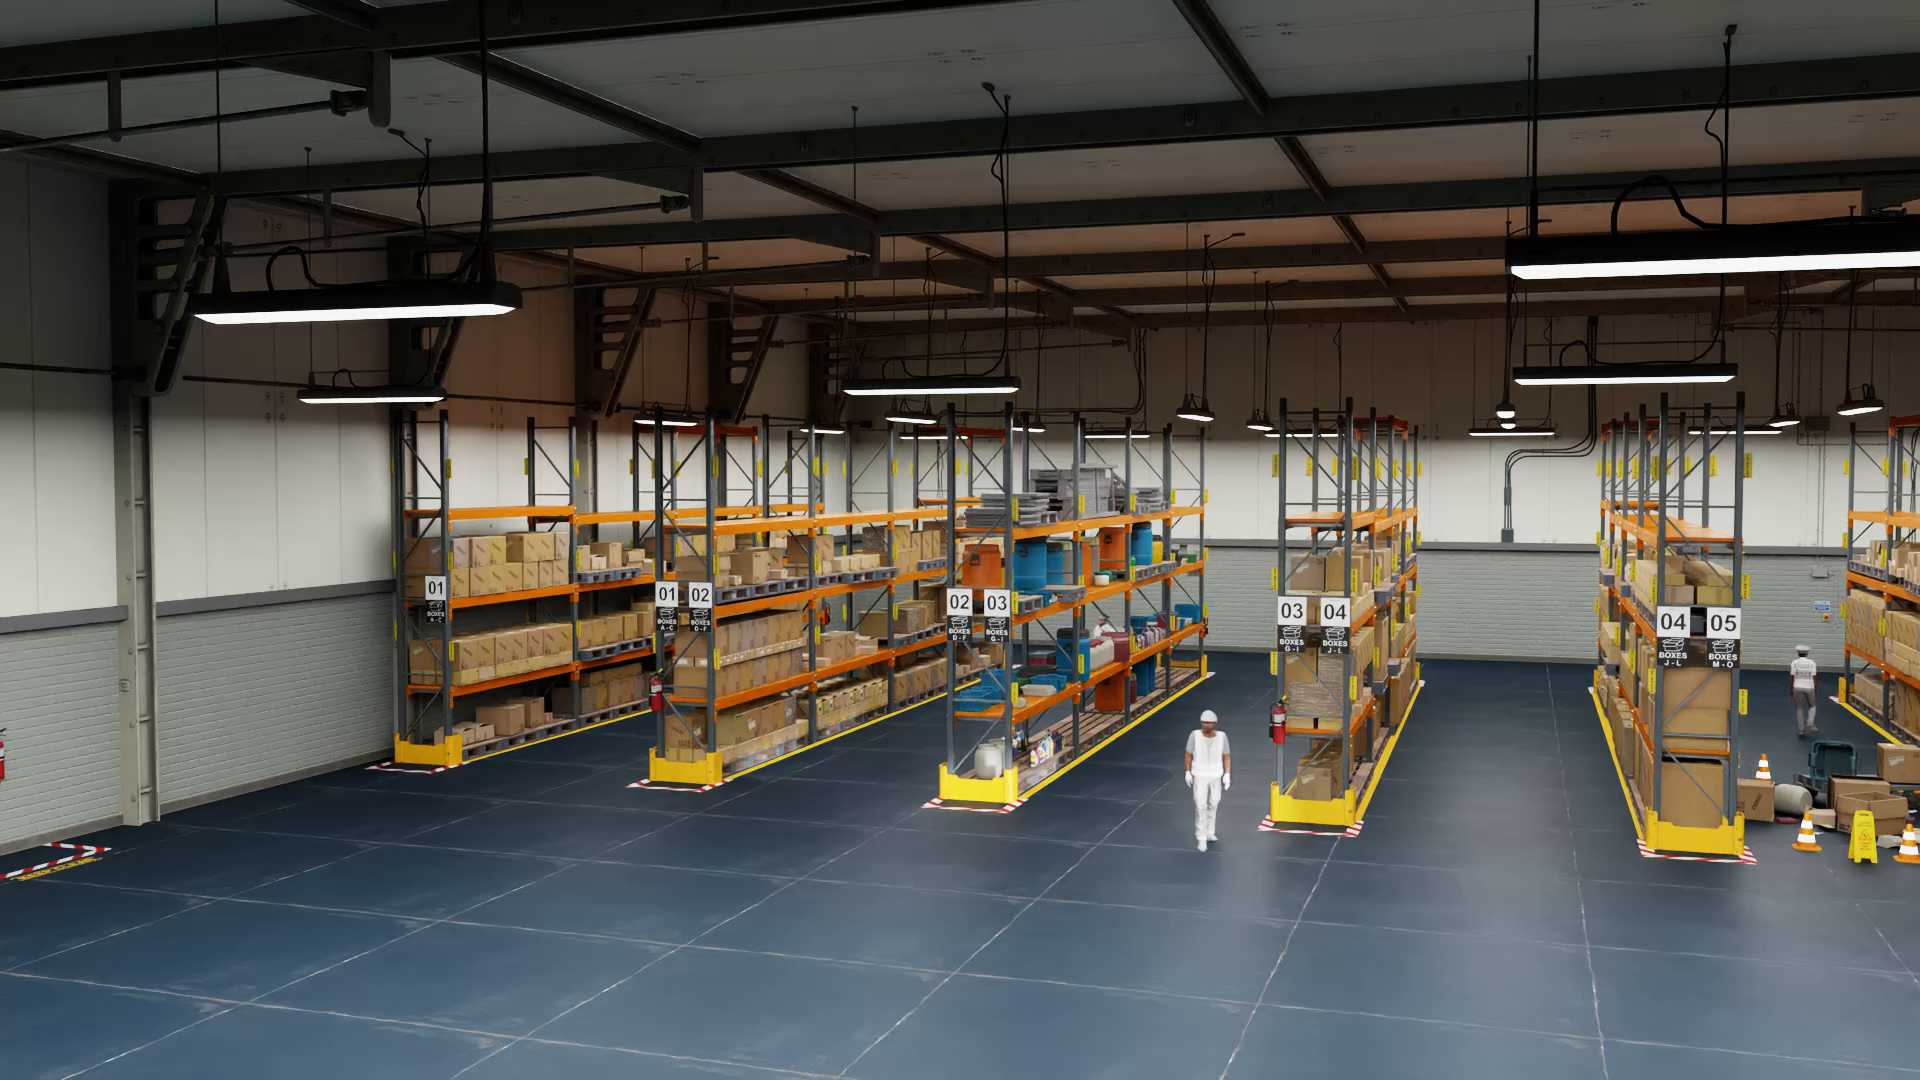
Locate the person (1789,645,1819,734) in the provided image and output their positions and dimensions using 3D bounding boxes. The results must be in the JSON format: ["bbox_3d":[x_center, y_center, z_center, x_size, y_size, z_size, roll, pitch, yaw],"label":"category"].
[{"bbox_3d":[15.865,2.828,31.248,0.499,1.672,0.471,1,3,22],"label":"person"}]

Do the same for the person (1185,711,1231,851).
[{"bbox_3d":[3.305,3.181,22.093,0.575,1.833,0.692,0,2,-2],"label":"person"}]

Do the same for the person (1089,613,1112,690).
[{"bbox_3d":[3.229,2.507,37.730,1.086,1.717,0.601,-2,3,-43],"label":"person"}]
